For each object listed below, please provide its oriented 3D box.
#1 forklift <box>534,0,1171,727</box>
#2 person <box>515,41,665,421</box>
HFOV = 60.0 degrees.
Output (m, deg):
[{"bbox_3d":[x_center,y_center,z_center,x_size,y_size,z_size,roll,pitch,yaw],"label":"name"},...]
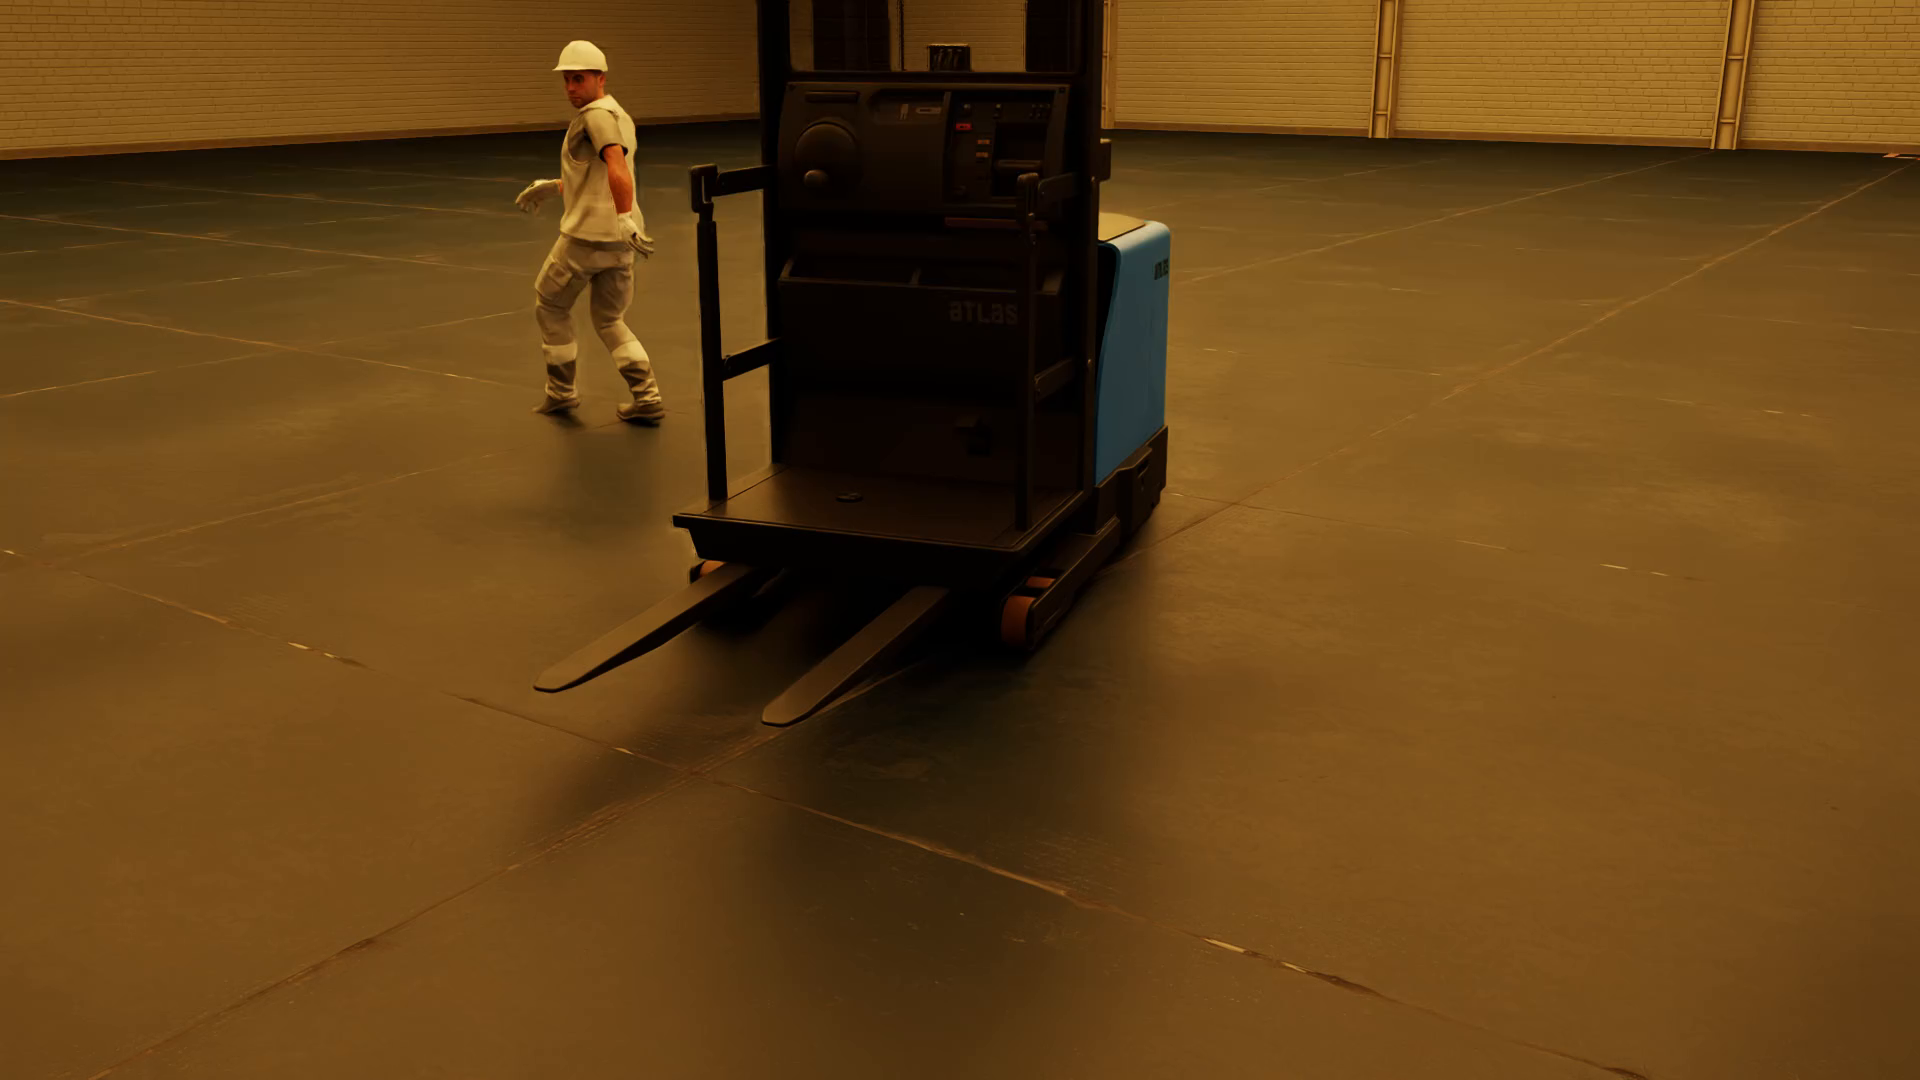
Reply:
[{"bbox_3d":[-0.191,-1.211,4.882,1.130,2.935,3.031,6,18,19],"label":"forklift"},{"bbox_3d":[-1.664,-1.377,7.634,0.935,1.753,0.577,8,19,26],"label":"person"}]
